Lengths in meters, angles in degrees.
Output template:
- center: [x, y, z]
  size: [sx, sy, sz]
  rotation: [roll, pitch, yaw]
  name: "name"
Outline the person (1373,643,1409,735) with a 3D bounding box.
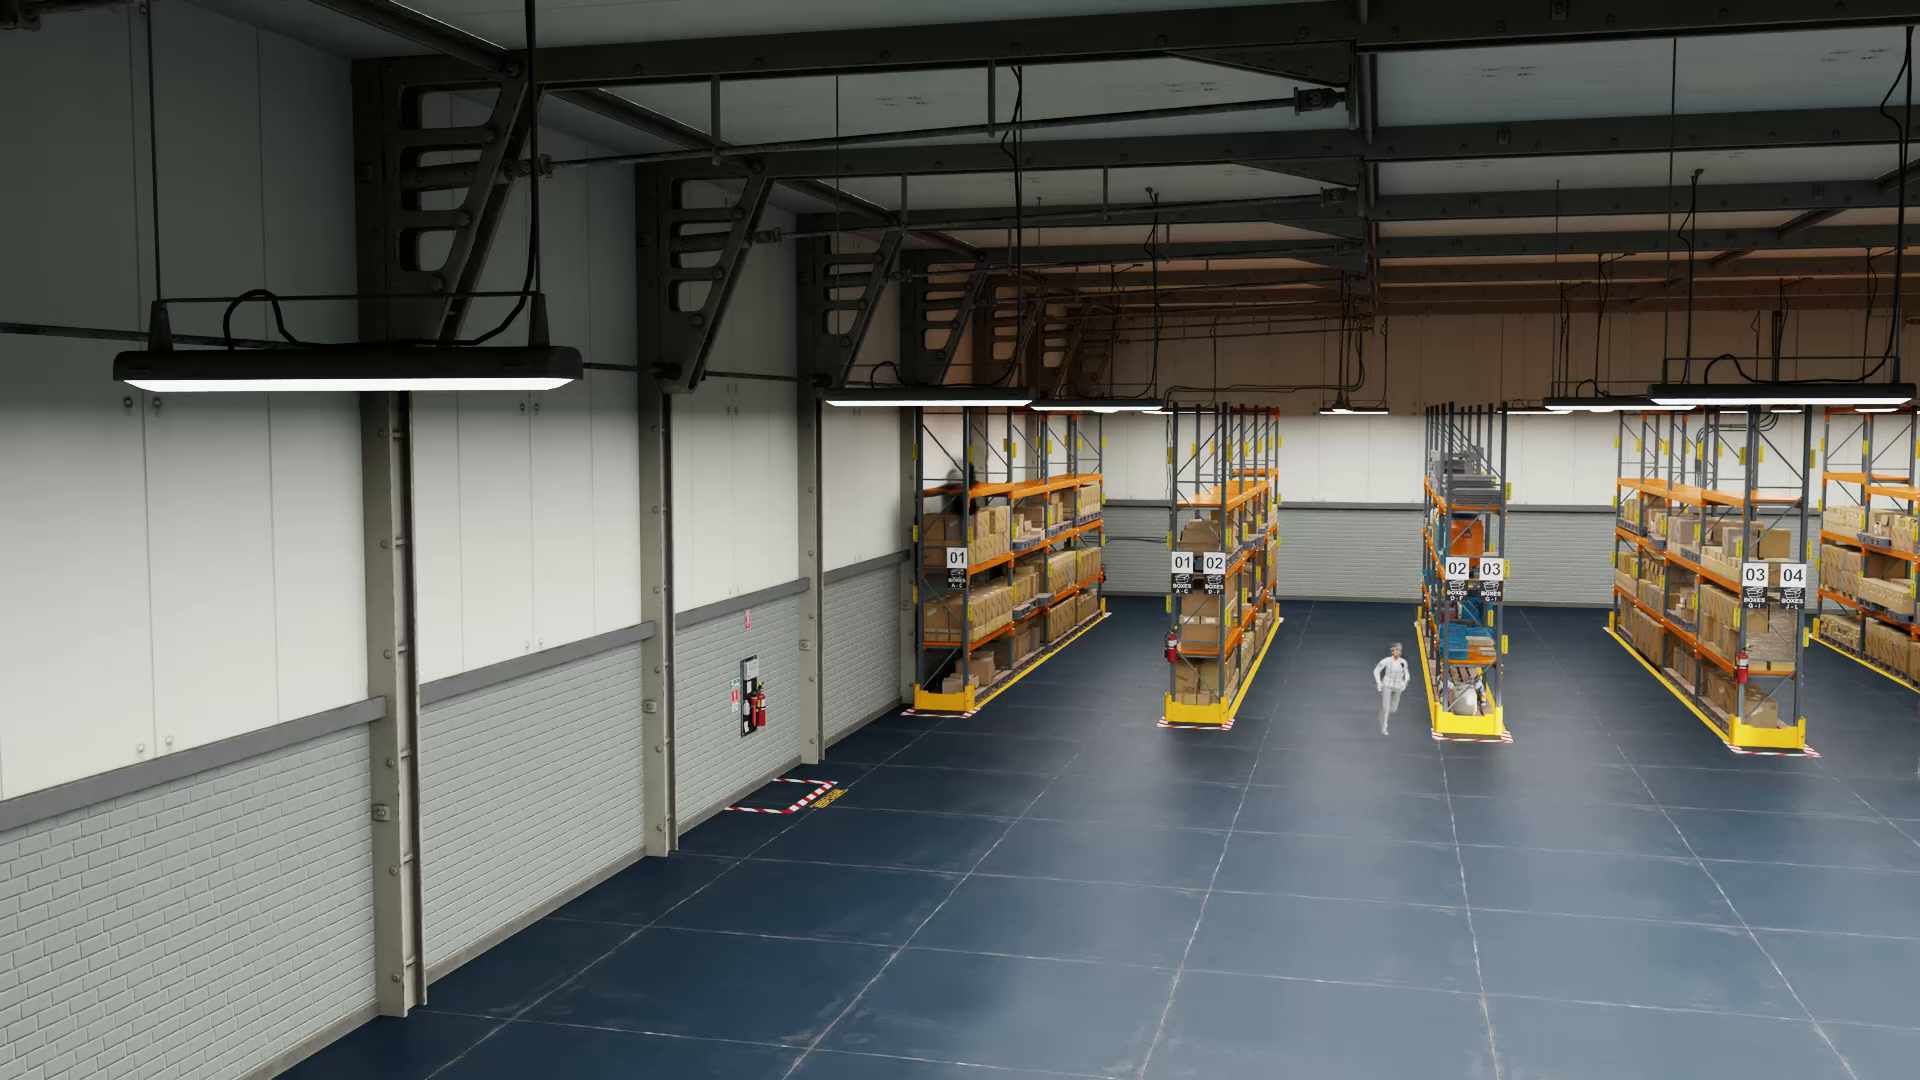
- center: [7.857, 2.687, 30.288]
  size: [0.657, 1.662, 0.627]
  rotation: [0, 4, -2]
  name: "person"
